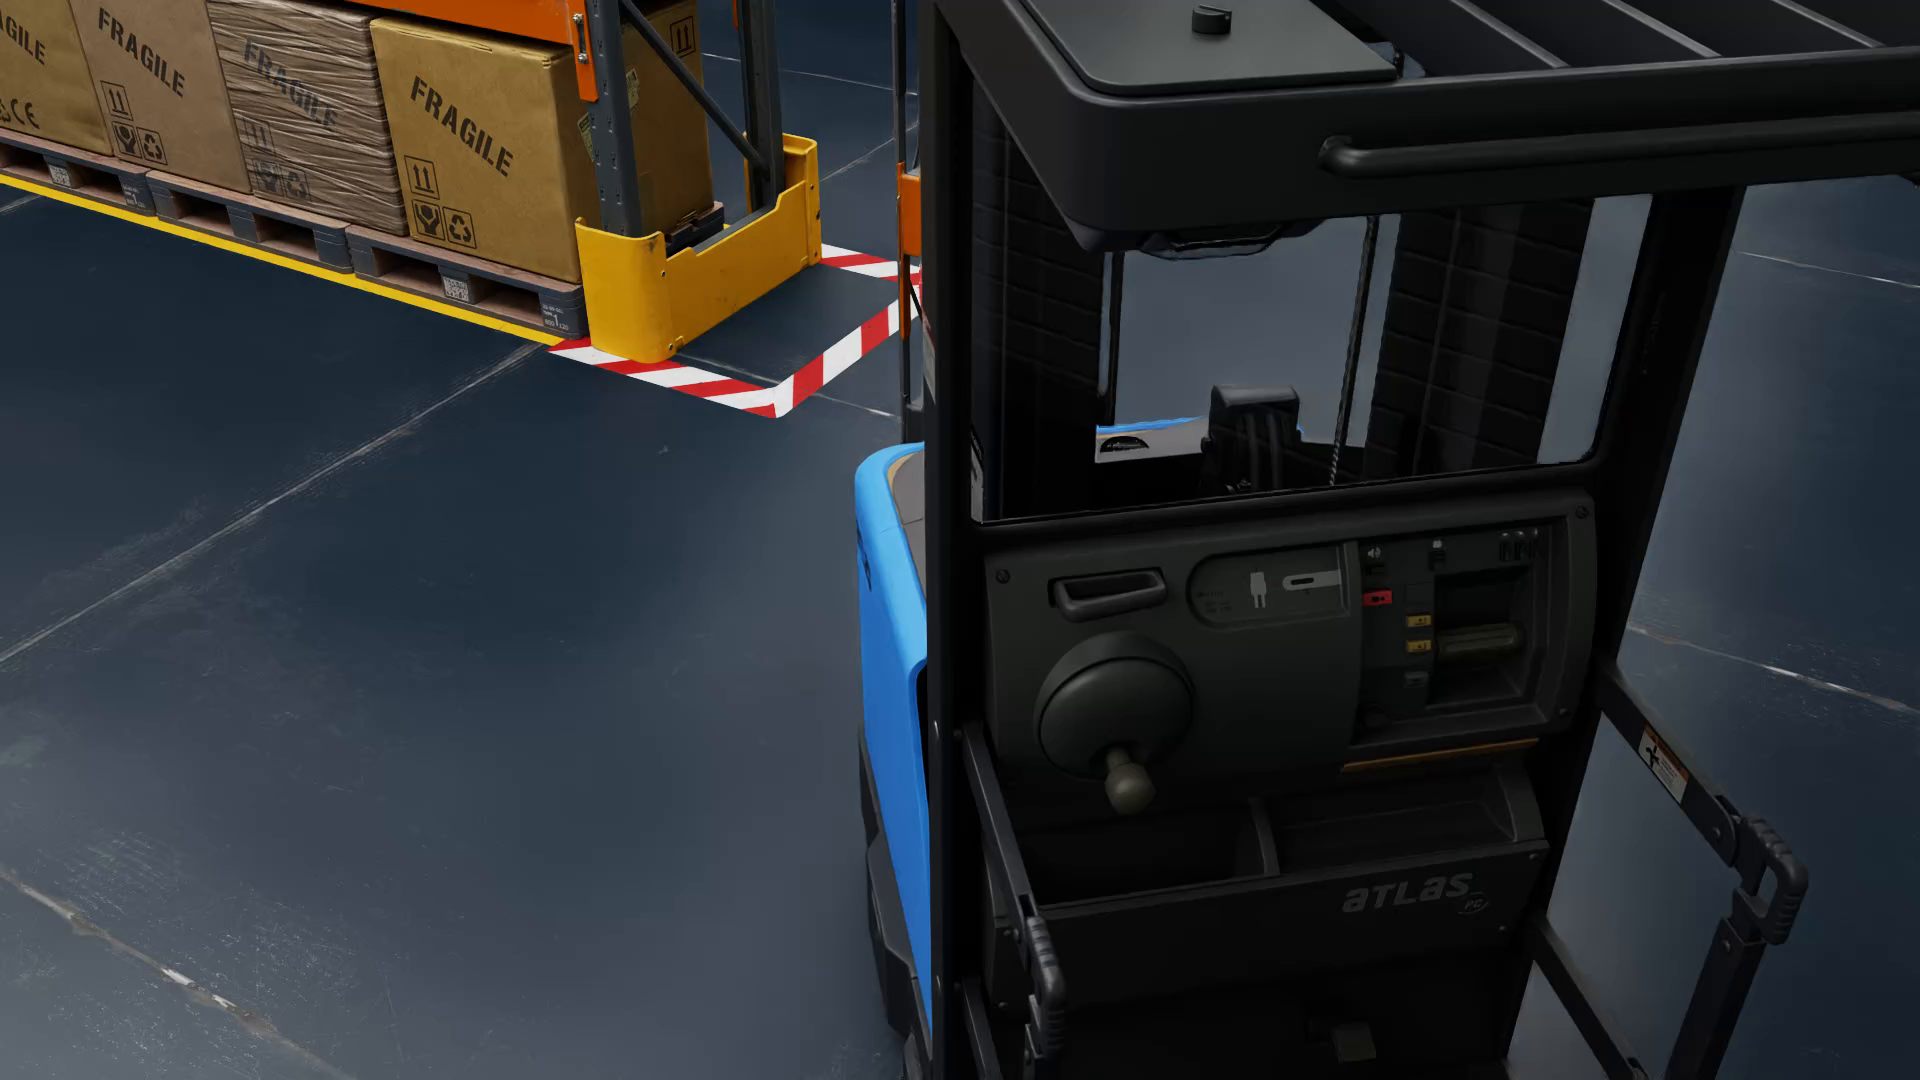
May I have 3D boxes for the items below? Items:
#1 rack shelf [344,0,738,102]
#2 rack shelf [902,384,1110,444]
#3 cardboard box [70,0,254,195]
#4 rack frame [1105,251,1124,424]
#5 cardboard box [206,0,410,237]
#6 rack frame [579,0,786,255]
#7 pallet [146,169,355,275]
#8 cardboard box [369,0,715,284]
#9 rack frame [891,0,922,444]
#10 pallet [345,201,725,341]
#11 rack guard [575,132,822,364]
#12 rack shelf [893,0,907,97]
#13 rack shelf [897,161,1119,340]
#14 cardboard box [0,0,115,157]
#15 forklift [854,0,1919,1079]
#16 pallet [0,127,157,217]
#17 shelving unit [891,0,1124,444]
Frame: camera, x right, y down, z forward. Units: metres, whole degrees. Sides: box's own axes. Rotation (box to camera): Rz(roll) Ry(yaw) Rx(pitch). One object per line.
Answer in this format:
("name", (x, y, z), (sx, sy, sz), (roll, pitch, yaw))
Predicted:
("rack shelf", (-2.756, -2.482, 6.920), (4.000, 0.370, 1.077), (18, 37, 24))
("rack shelf", (0.144, -0.234, 4.995), (0.480, 0.518, 0.431), (18, 37, 24))
("cardboard box", (-3.177, -2.154, 7.317), (0.875, 0.875, 0.875), (18, 37, 24))
("rack frame", (0.356, -0.761, 4.499), (0.015, 2.100, 0.400), (18, 37, 24))
("cardboard box", (-2.405, -1.909, 6.949), (0.875, 0.875, 0.875), (18, 37, 24))
("rack frame", (-1.019, -2.231, 5.894), (0.127, 3.000, 1.000), (18, 37, 24))
("pallet", (-2.807, -1.589, 7.445), (1.213, 0.211, 1.003), (18, 37, 24))
("cardboard box", (-1.615, -1.659, 6.573), (0.875, 0.875, 0.875), (18, 37, 24))
("rack frame", (-0.068, -0.896, 4.700), (0.015, 2.100, 0.400), (18, 37, 24))
("pallet", (-1.752, -1.253, 6.941), (1.213, 0.211, 1.003), (18, 37, 24))
("rack guard", (-0.998, -1.184, 6.577), (0.348, 0.500, 1.175), (18, 37, 24))
("rack shelf", (0.144, -1.400, 4.219), (0.480, 0.518, 0.431), (18, 37, 24))
("rack shelf", (0.144, -0.817, 4.607), (0.480, 0.518, 0.431), (18, 37, 24))
("cardboard box", (-3.959, -2.402, 7.688), (0.875, 0.875, 0.875), (18, 37, 24))
("forklift", (0.540, 0.221, 2.273), (1.130, 2.935, 3.031), (-6, 34, -9))
("pallet", (-3.871, -1.924, 7.948), (1.213, 0.211, 1.003), (18, 37, 24))
("shelving unit", (0.144, -0.828, 4.600), (0.503, 2.100, 0.431), (18, 37, 24))
